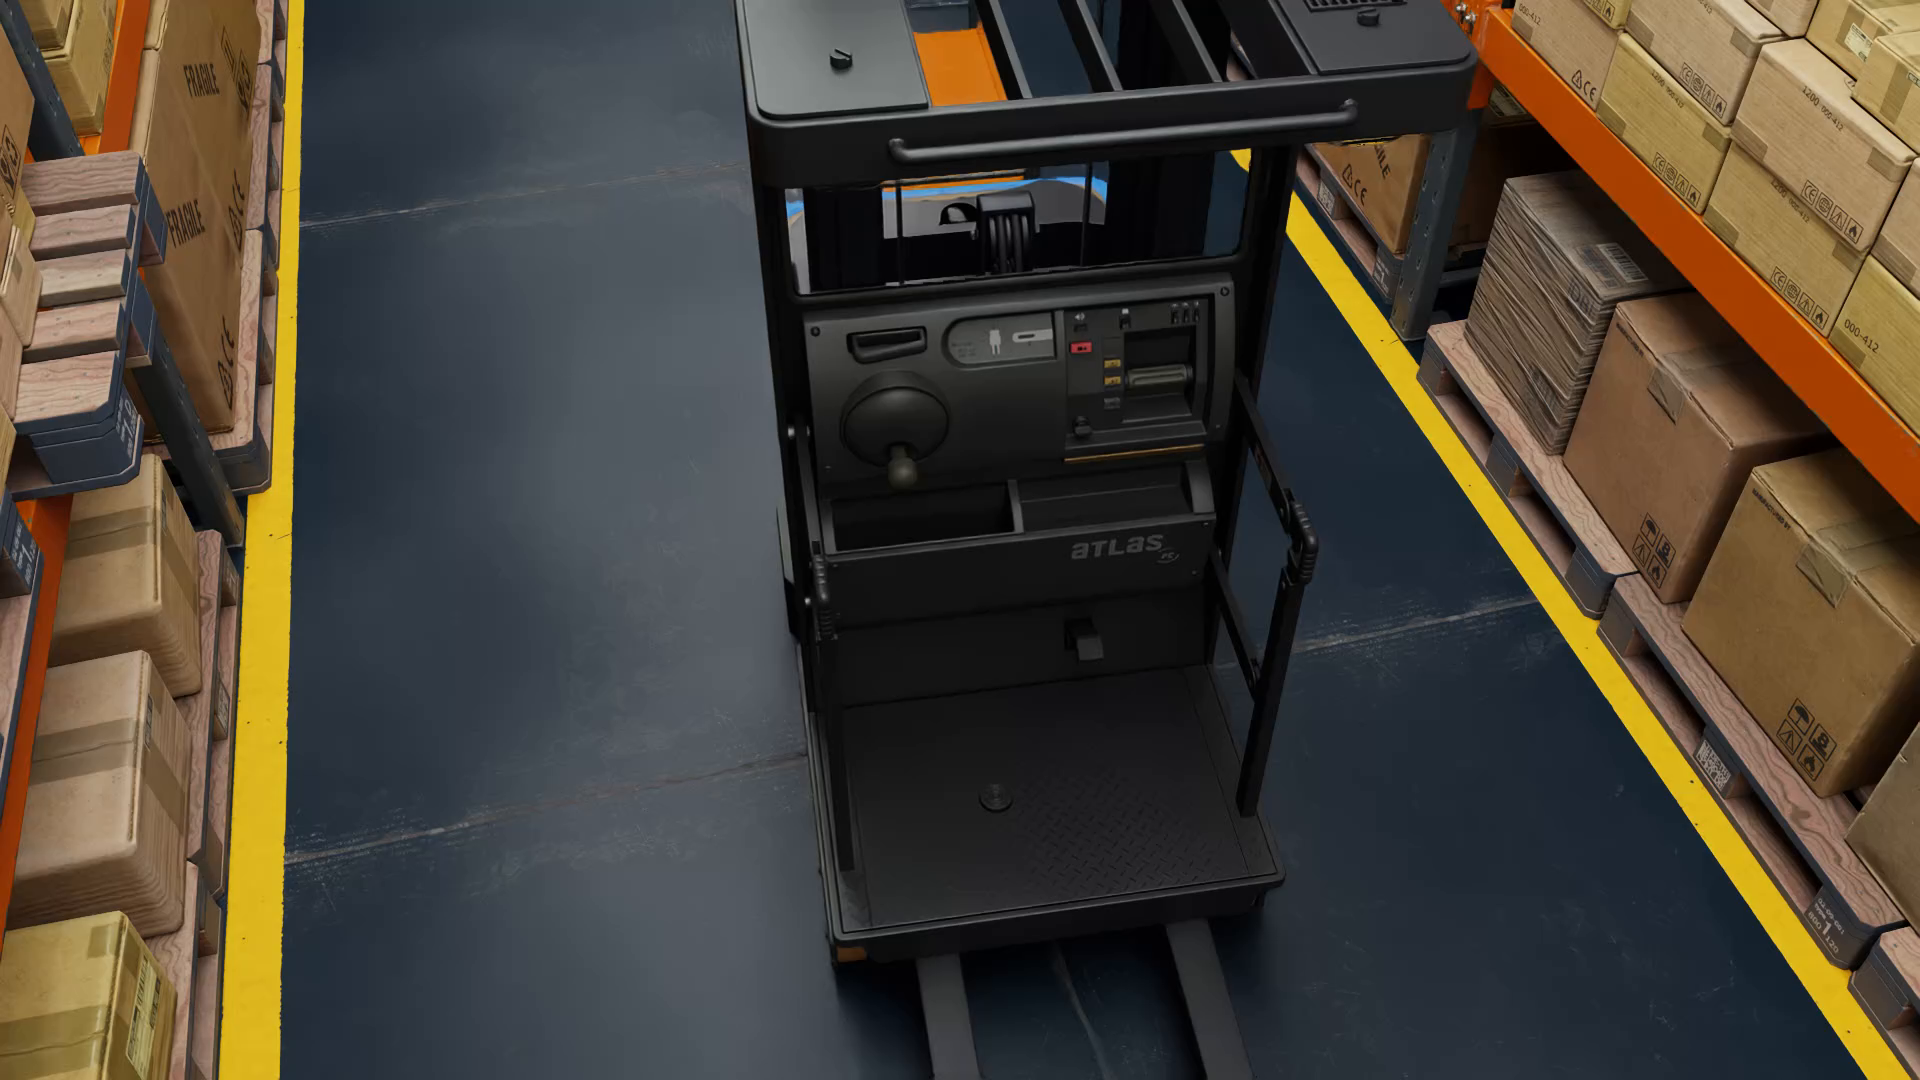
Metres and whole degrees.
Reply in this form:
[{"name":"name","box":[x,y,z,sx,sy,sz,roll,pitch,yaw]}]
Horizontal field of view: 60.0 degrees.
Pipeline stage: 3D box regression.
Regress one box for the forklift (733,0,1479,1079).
[{"name":"forklift","box":[0.172,-0.245,3.438,1.130,2.935,3.031,-6,46,-6]}]

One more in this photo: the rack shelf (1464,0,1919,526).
[{"name":"rack shelf","box":[2.561,-0.251,3.899,1.077,0.370,4.000,-11,47,-10]}]

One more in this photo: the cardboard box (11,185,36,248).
[{"name":"cardboard box","box":[-2.298,-0.677,3.695,0.380,0.149,0.250,-10,46,-10]}]

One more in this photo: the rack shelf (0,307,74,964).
[{"name":"rack shelf","box":[-2.236,0.659,3.008,1.077,0.370,4.000,-11,47,-10]}]

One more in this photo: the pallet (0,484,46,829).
[{"name":"pallet","box":[-2.202,0.453,2.840,1.003,0.211,1.213,-11,47,-10]}]

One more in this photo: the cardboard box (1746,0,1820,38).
[{"name":"cardboard box","box":[2.086,-1.337,3.936,0.380,0.149,0.250,-10,46,-10]}]

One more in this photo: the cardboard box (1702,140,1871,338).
[{"name":"cardboard box","box":[2.189,-0.778,4.017,0.500,0.250,0.500,-12,47,-12]}]

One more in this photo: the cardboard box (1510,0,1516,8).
[{"name":"cardboard box","box":[2.175,-1.988,6.100,0.380,0.149,0.250,-9,46,-9]}]

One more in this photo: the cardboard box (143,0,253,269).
[{"name":"cardboard box","box":[-3.069,-1.485,5.799,0.875,0.875,0.875,-10,46,-10]}]

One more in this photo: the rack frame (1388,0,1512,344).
[{"name":"rack frame","box":[2.049,-1.884,4.996,1.000,3.000,0.127,-11,47,-10]}]

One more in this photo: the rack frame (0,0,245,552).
[{"name":"rack frame","box":[-2.748,-0.974,4.104,1.000,3.000,0.127,-11,47,-10]}]

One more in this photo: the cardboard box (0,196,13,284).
[{"name":"cardboard box","box":[-2.220,-0.642,3.206,0.500,0.500,0.500,-11,47,-11]}]

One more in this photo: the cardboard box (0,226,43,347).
[{"name":"cardboard box","box":[-2.190,-0.512,3.533,0.380,0.149,0.250,-11,47,-11]}]

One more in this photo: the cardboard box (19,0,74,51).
[{"name":"cardboard box","box":[-2.639,-1.491,4.366,0.500,0.250,0.500,-11,47,-11]}]

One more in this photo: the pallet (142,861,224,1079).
[{"name":"pallet","box":[-2.240,1.383,3.747,1.003,0.211,1.213,-11,47,-10]}]

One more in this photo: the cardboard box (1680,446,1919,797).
[{"name":"cardboard box","box":[2.543,0.148,4.373,0.875,0.625,0.625,-12,47,-12]}]

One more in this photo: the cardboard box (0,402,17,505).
[{"name":"cardboard box","box":[-2.049,-0.149,3.178,0.380,0.149,0.250,-10,46,-10]}]

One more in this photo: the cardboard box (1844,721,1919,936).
[{"name":"cardboard box","box":[2.738,0.667,3.865,0.875,0.625,0.625,-11,47,-11]}]

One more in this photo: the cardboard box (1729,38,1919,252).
[{"name":"cardboard box","box":[2.170,-0.945,3.830,0.500,0.250,0.500,-12,47,-11]}]

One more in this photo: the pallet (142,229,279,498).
[{"name":"pallet","box":[-2.877,-0.556,5.647,1.003,0.211,1.213,-11,47,-10]}]

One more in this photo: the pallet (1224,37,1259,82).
[{"name":"pallet","box":[1.586,-2.271,7.328,1.003,0.211,1.213,-11,47,-10]}]

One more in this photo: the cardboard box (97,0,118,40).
[{"name":"cardboard box","box":[-2.778,-1.656,4.878,0.500,0.250,0.500,-12,47,-11]}]

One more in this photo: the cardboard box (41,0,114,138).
[{"name":"cardboard box","box":[-2.630,-1.305,4.534,0.500,0.250,0.500,-11,47,-11]}]

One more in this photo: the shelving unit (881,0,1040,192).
[{"name":"shelving unit","box":[-0.098,-1.067,5.508,0.538,1.125,1.048,-6,46,-6]}]

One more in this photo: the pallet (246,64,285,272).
[{"name":"pallet","box":[-3.186,-1.396,6.471,1.003,0.211,1.213,-11,47,-10]}]

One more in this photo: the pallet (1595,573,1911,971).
[{"name":"pallet","box":[2.531,0.509,4.604,1.003,0.211,1.213,-11,47,-10]}]

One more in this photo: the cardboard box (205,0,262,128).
[{"name":"cardboard box","box":[-3.297,-2.103,6.404,0.875,0.875,0.875,-9,46,-9]}]

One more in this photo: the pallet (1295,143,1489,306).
[{"name":"pallet","box":[1.895,-1.430,6.504,1.003,0.211,1.213,-11,47,-10]}]

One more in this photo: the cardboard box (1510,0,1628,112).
[{"name":"cardboard box","box":[1.927,-1.480,4.705,0.500,0.250,0.500,-11,47,-10]}]

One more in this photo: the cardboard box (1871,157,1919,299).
[{"name":"cardboard box","box":[2.326,-0.596,3.489,0.500,0.250,0.500,-10,46,-10]}]

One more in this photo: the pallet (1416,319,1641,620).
[{"name":"pallet","box":[2.222,-0.332,5.428,1.003,0.211,1.213,-11,47,-10]}]

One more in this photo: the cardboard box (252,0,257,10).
[{"name":"cardboard box","box":[-3.536,-2.725,7.014,0.875,0.875,0.875,-9,46,-9]}]

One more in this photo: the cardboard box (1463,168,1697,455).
[{"name":"cardboard box","box":[2.196,-0.766,5.269,0.875,0.625,0.625,-9,46,-9]}]

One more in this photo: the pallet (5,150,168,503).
[{"name":"pallet","box":[-2.462,-0.434,3.709,1.213,0.211,1.003,-11,47,-10]}]

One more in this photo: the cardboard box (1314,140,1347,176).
[{"name":"cardboard box","box":[1.615,-1.756,6.327,0.500,0.500,0.500,-11,47,-11]}]

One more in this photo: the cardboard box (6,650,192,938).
[{"name":"cardboard box","box":[-2.416,0.699,4.010,0.950,0.372,0.625,-12,47,-11]}]

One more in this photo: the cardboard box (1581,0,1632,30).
[{"name":"cardboard box","box":[1.903,-1.651,4.522,0.500,0.250,0.500,-11,47,-10]}]

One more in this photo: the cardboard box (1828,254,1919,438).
[{"name":"cardboard box","box":[2.320,-0.419,3.666,0.500,0.250,0.500,-9,46,-9]}]

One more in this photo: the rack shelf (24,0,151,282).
[{"name":"rack shelf","box":[-3.260,-2.103,5.714,1.077,0.370,4.000,-11,47,-10]}]

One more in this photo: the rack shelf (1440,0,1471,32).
[{"name":"rack shelf","box":[1.537,-3.013,6.606,1.077,0.370,4.000,-11,47,-10]}]

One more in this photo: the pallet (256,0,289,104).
[{"name":"pallet","box":[-3.502,-2.240,7.298,1.003,0.211,1.213,-11,47,-10]}]

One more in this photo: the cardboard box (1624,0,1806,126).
[{"name":"cardboard box","box":[2.054,-1.309,4.188,0.500,0.250,0.500,-9,46,-9]}]

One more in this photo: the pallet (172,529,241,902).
[{"name":"pallet","box":[-2.549,0.542,4.571,1.003,0.211,1.213,-11,47,-10]}]

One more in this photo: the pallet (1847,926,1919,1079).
[{"name":"pallet","box":[2.847,1.352,3.777,1.003,0.211,1.213,-11,47,-10]}]

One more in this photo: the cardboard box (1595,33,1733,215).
[{"name":"cardboard box","box":[2.051,-1.132,4.364,0.500,0.250,0.500,-12,47,-11]}]

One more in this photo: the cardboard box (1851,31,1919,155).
[{"name":"cardboard box","box":[2.187,-0.983,3.589,0.380,0.149,0.250,-10,46,-9]}]

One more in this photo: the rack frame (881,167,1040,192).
[{"name":"rack frame","box":[-0.019,-0.708,5.157,0.500,1.125,0.032,-6,46,-6]}]

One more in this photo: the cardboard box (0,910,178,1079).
[{"name":"cardboard box","box":[-2.228,1.224,3.496,0.950,0.372,0.625,-9,46,-9]}]

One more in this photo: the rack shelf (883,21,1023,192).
[{"name":"rack shelf","box":[-0.098,-1.272,5.299,0.538,0.278,1.000,-6,46,-6]}]

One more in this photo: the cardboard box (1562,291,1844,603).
[{"name":"cardboard box","box":[2.371,-0.317,4.829,0.875,0.625,0.625,-9,46,-9]}]

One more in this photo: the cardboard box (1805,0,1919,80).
[{"name":"cardboard box","box":[2.179,-1.169,3.771,0.380,0.149,0.250,-10,46,-10]}]

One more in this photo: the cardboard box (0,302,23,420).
[{"name":"cardboard box","box":[-2.133,-0.336,3.361,0.380,0.149,0.250,-13,47,-12]}]

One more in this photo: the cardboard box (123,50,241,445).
[{"name":"cardboard box","box":[-2.844,-0.869,5.195,0.875,0.875,0.875,-11,47,-11]}]

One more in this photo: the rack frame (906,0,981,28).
[{"name":"rack frame","box":[-0.177,-1.426,5.859,0.500,1.125,0.032,-6,46,-6]}]

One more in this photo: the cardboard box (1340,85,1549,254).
[{"name":"cardboard box","box":[1.733,-1.408,5.986,0.500,0.500,0.500,-9,46,-9]}]

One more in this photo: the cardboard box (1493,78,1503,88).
[{"name":"cardboard box","box":[1.678,-1.677,5.796,0.380,0.149,0.250,-13,47,-12]}]

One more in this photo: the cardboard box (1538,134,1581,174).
[{"name":"cardboard box","box":[2.212,-1.498,6.074,0.500,0.500,0.500,-9,46,-9]}]

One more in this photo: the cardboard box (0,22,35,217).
[{"name":"cardboard box","box":[-2.363,-0.997,3.554,0.500,0.500,0.500,-12,47,-11]}]

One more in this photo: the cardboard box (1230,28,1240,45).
[{"name":"cardboard box","box":[1.328,-2.472,7.028,0.500,0.500,0.500,-12,47,-12]}]

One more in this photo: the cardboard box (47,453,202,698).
[{"name":"cardboard box","box":[-2.613,0.191,4.508,0.950,0.372,0.625,-14,47,-13]}]
